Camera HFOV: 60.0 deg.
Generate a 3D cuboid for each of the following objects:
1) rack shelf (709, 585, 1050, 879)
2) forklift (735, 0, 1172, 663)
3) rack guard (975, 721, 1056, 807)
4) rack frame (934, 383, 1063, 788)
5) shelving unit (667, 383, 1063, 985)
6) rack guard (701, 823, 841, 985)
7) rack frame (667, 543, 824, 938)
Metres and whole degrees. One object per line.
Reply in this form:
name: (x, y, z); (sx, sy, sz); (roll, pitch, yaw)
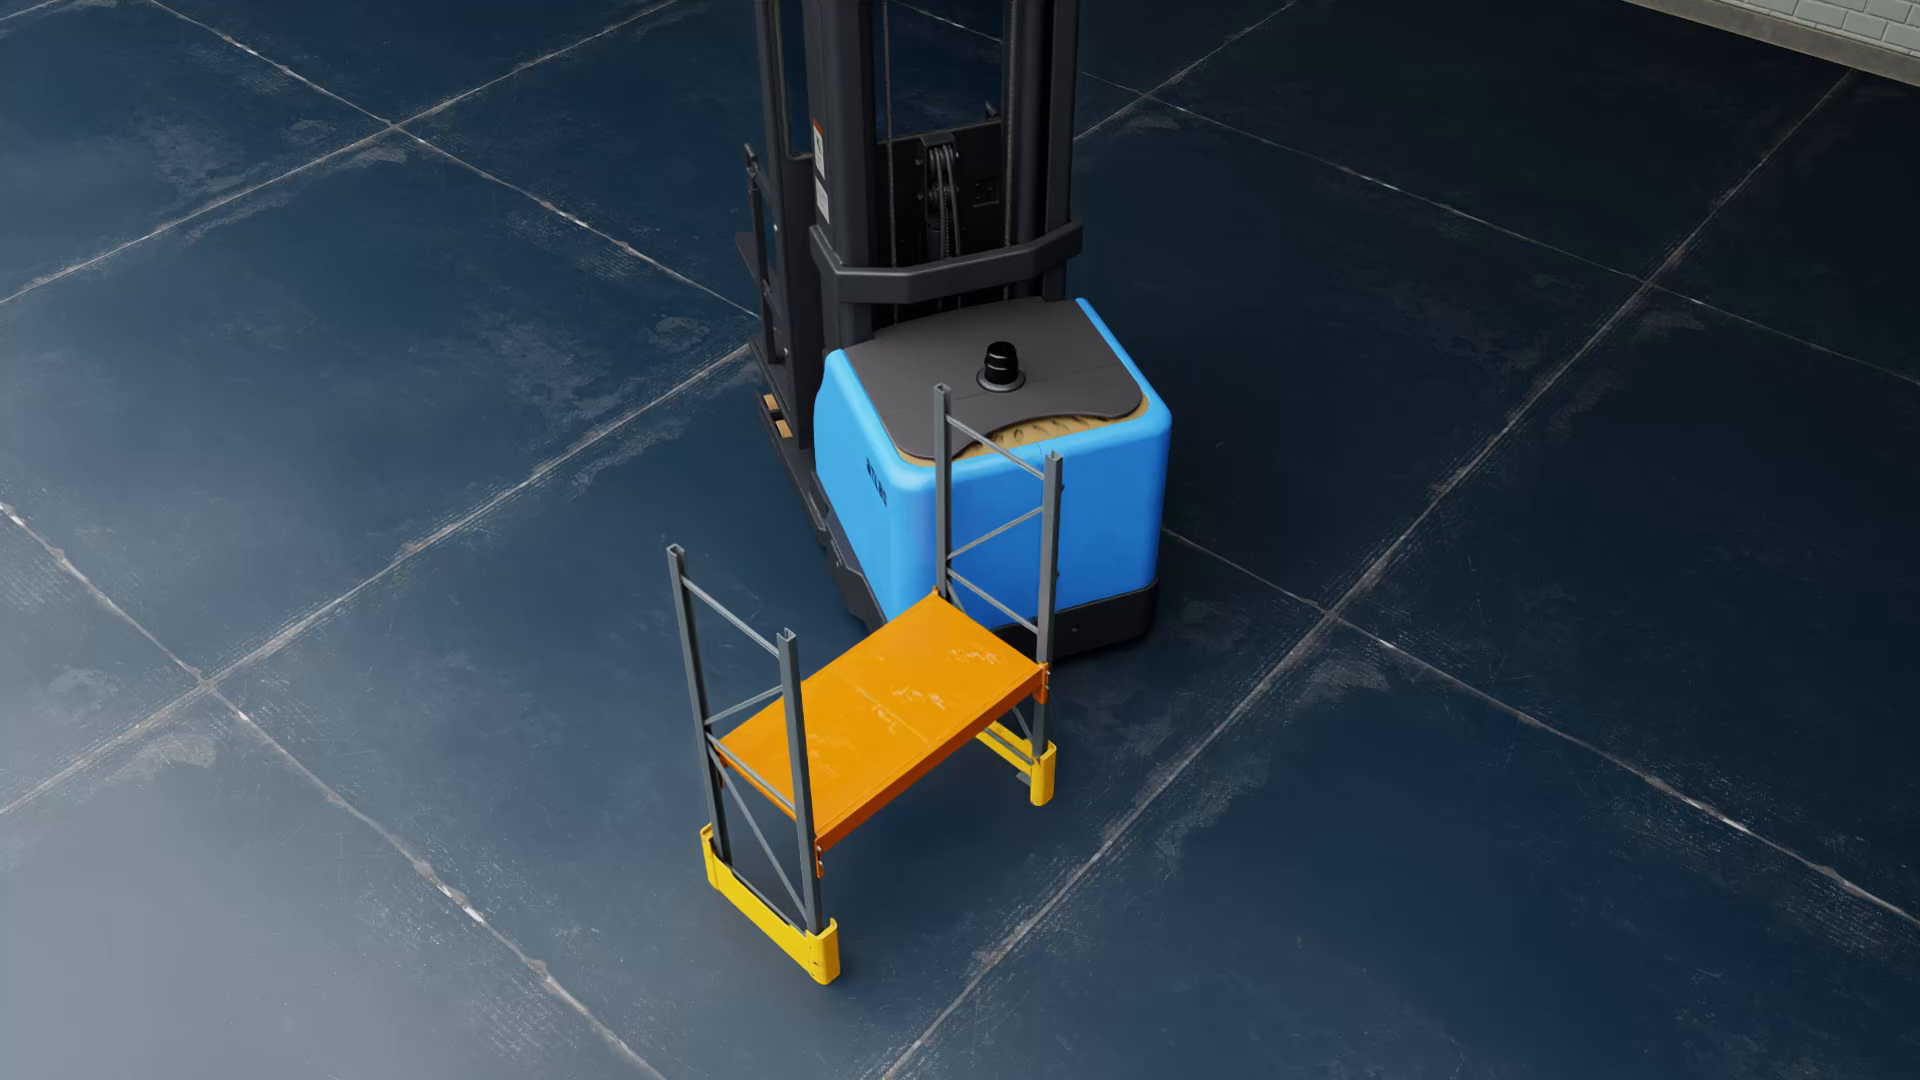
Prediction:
rack shelf: (-0.248, 0.579, 5.266); (0.538, 0.185, 1.000); (34, 52, 31)
forklift: (-0.246, -1.527, 6.251); (1.130, 2.935, 3.031); (-14, 44, -15)
rack guard: (0.096, 0.675, 5.822); (0.587, 0.250, 0.087); (34, 52, 31)
rack frame: (0.110, 0.203, 5.412); (0.500, 1.500, 0.032); (34, 52, 31)
shelving unit: (-0.255, 0.450, 5.140); (0.587, 1.500, 1.083); (34, 52, 31)
rack guard: (-0.605, 1.150, 5.299); (0.587, 0.250, 0.087); (34, 52, 31)
rack frame: (-0.606, 0.689, 4.878); (0.500, 1.500, 0.032); (34, 52, 31)
